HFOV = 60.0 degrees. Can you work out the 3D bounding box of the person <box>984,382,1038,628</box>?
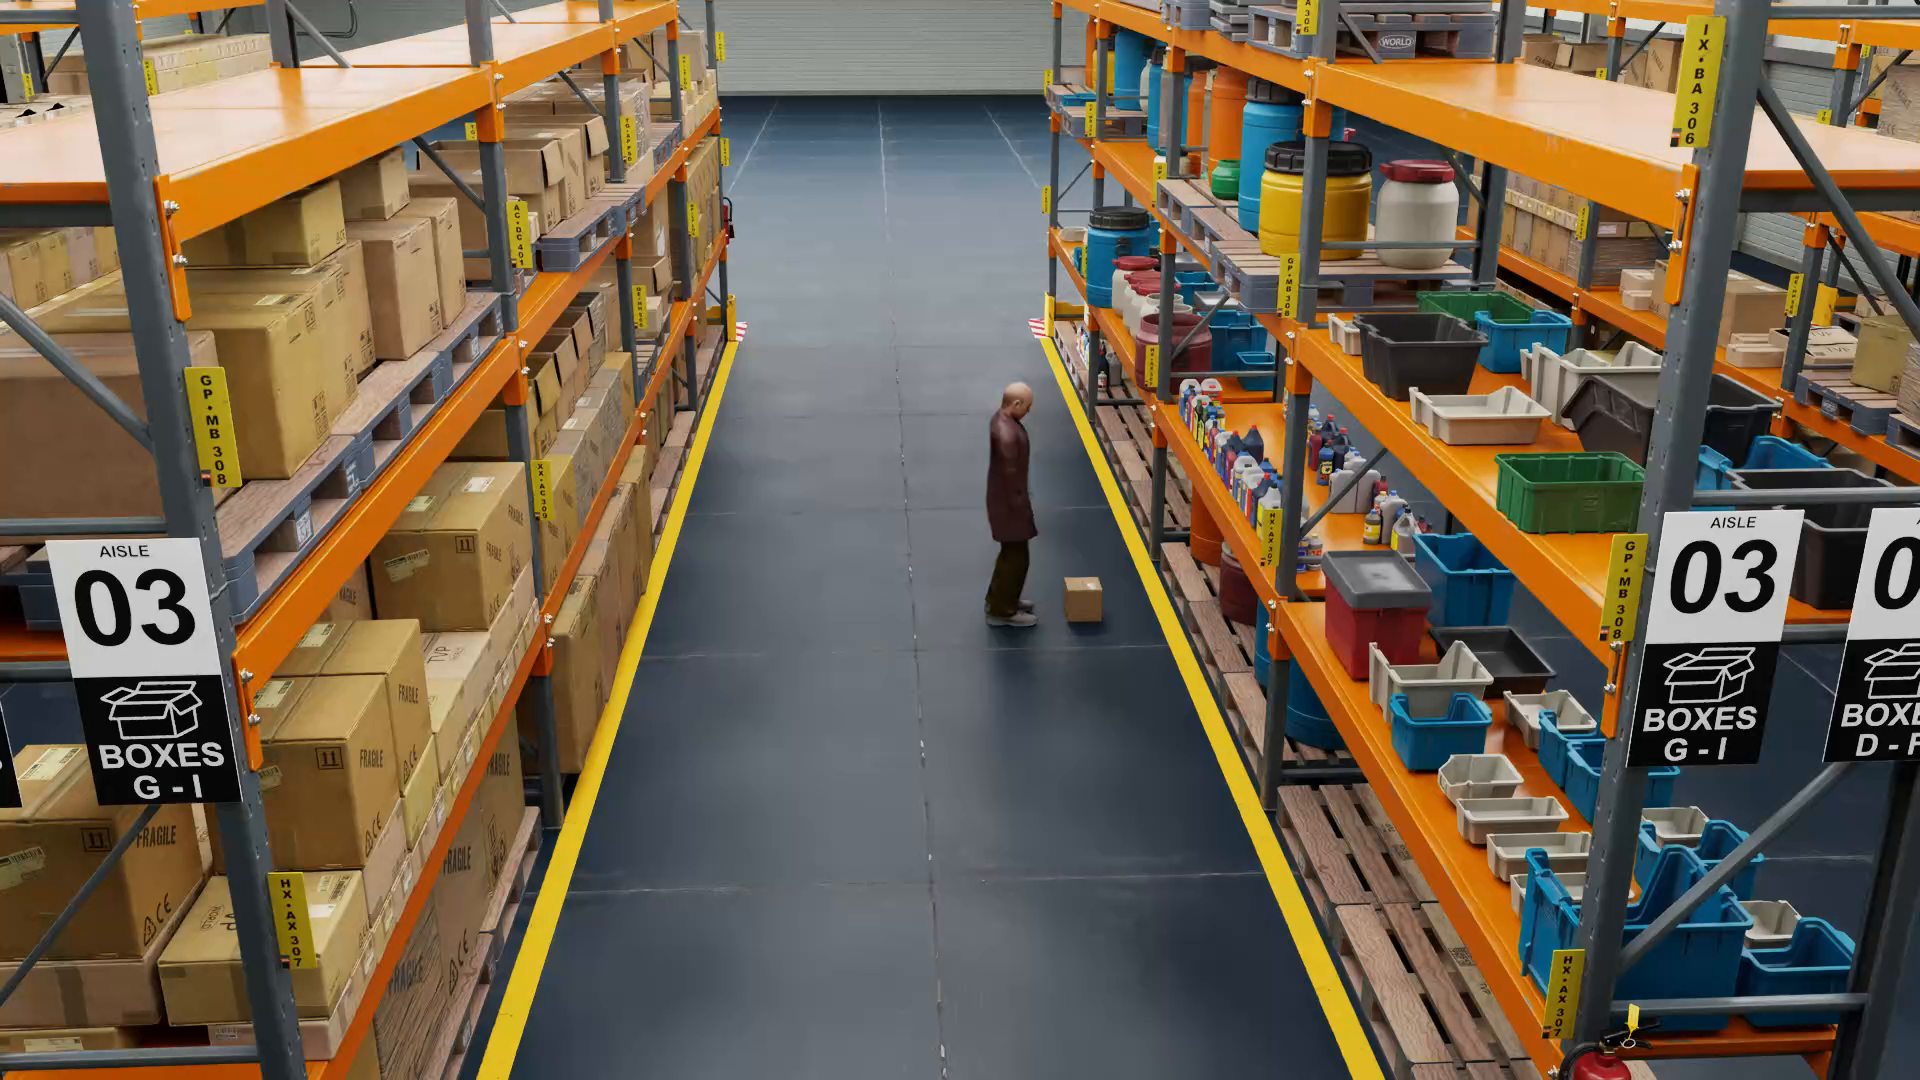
[{"bbox_3d":[0.370,-0.267,11.863,0.382,1.761,0.572,-1,20,-2],"label":"person"}]
